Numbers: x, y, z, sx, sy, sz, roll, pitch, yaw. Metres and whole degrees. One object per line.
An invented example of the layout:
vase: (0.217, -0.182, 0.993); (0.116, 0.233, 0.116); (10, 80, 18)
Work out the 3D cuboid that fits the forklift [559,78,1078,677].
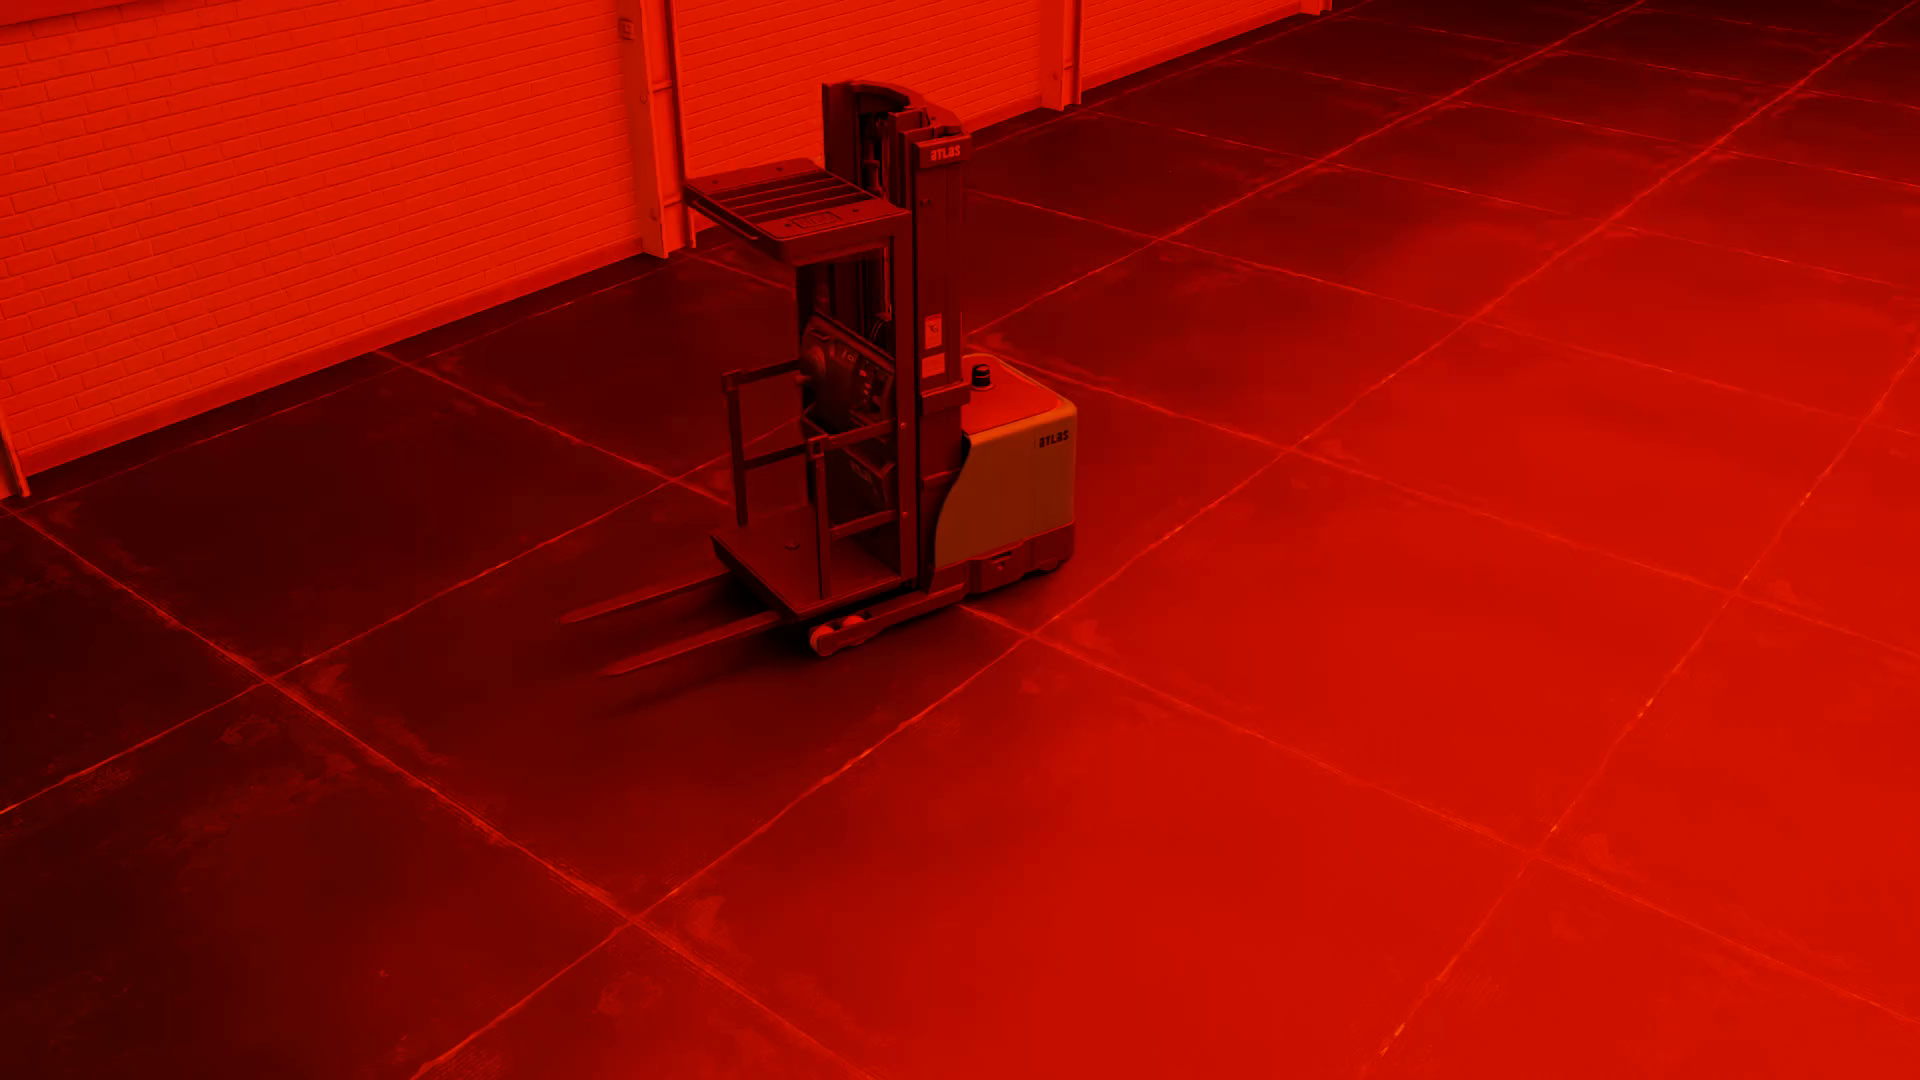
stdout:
forklift: (-0.803, -0.915, 9.161); (3.031, 2.935, 1.130); (-19, 35, -29)
